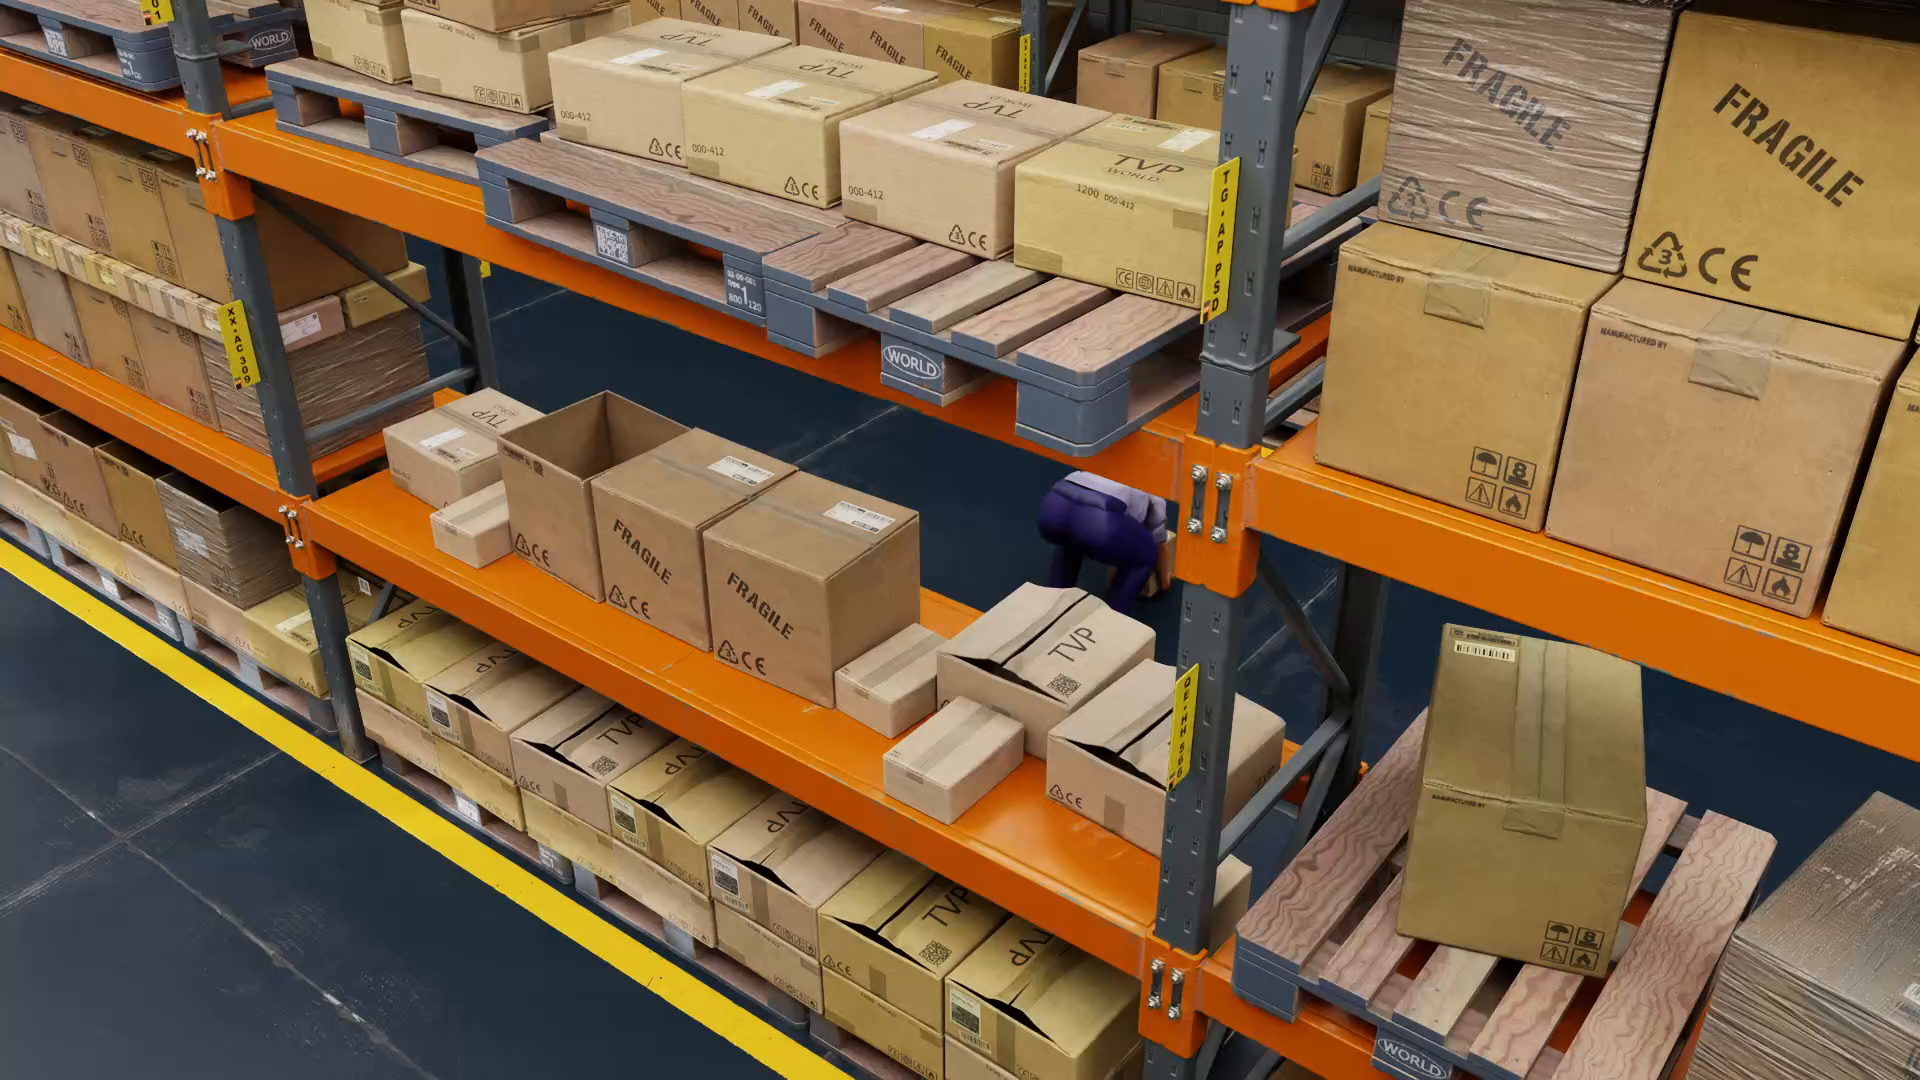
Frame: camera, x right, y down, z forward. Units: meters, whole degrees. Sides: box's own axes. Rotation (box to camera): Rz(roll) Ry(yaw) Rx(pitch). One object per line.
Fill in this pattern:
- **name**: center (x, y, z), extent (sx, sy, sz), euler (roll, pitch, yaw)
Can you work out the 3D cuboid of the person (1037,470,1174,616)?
- **person**: center (0.711, -0.007, 7.917), extent (0.517, 0.868, 0.898), euler (19, 36, 29)
